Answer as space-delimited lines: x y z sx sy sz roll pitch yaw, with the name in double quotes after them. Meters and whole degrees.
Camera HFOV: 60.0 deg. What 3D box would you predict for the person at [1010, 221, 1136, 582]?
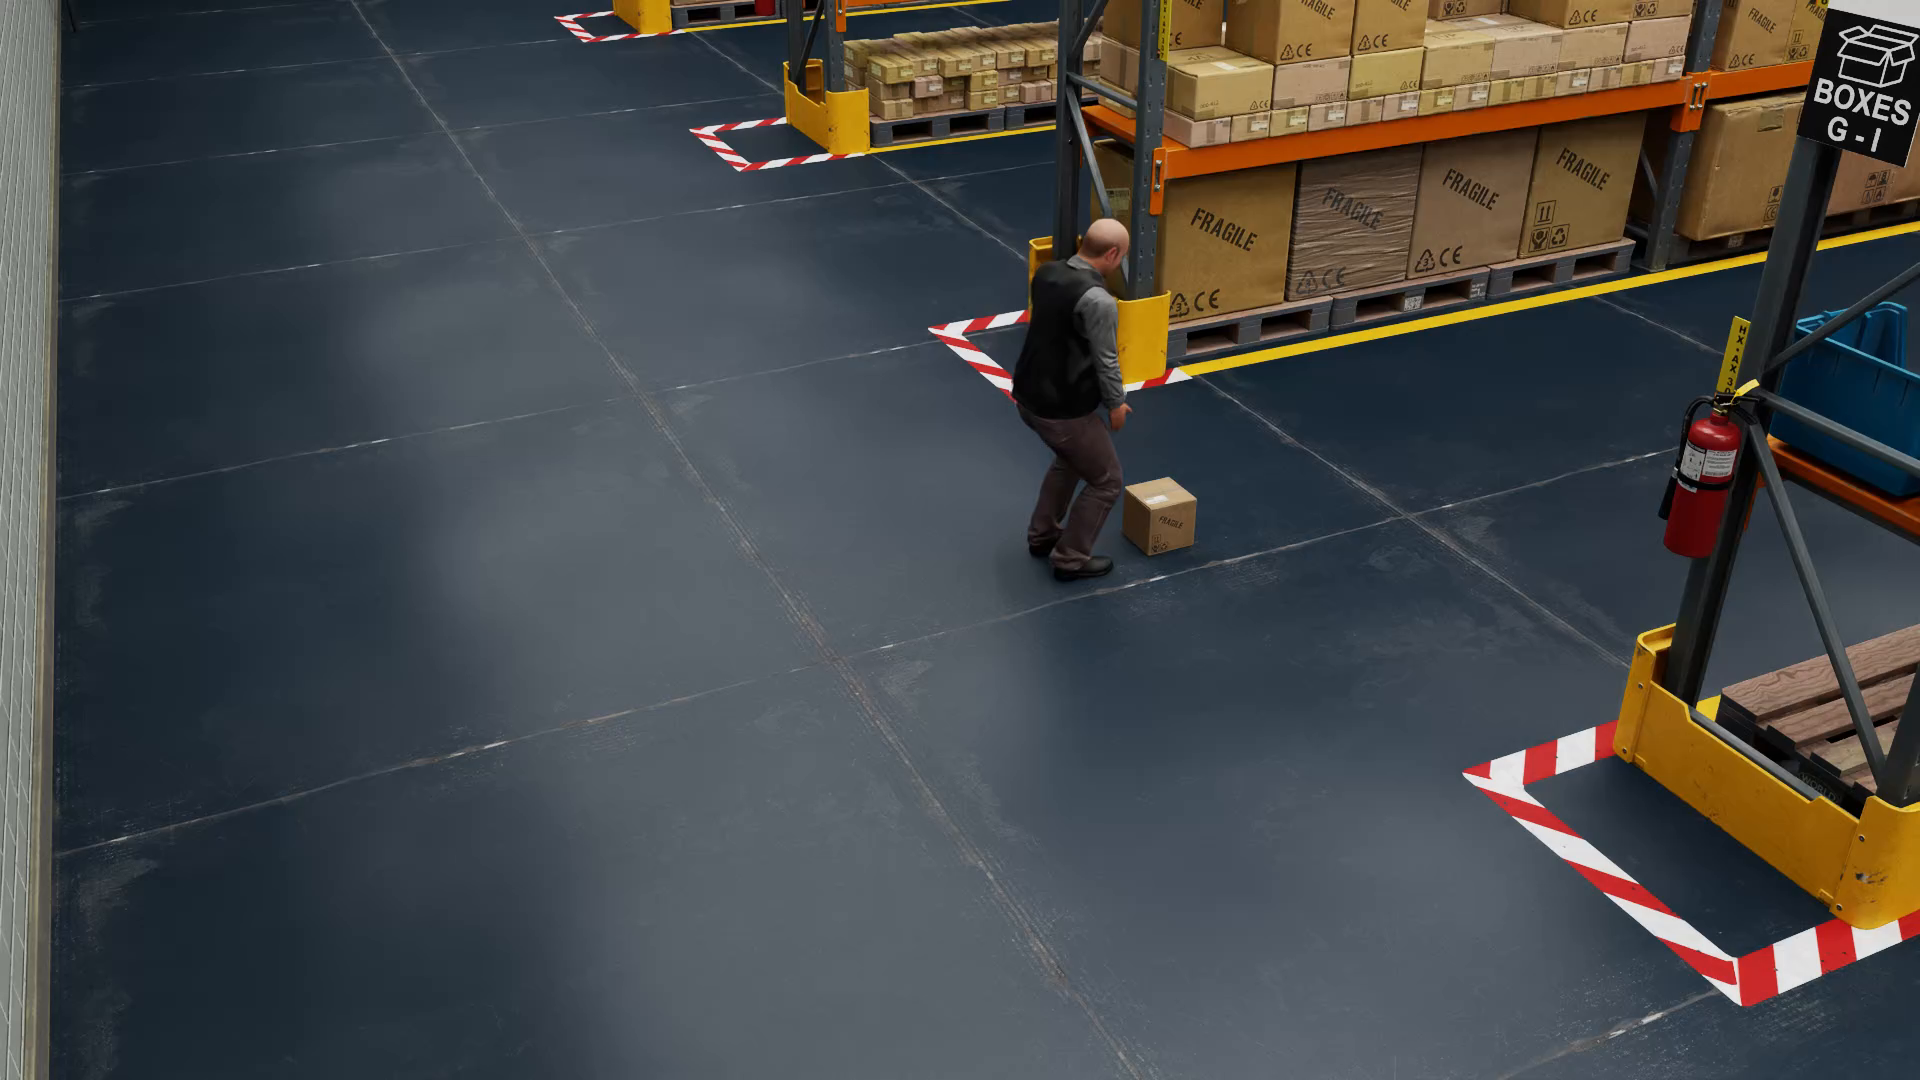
0.492 -0.615 7.387 0.532 1.599 0.578 -12 32 -21 "person"
